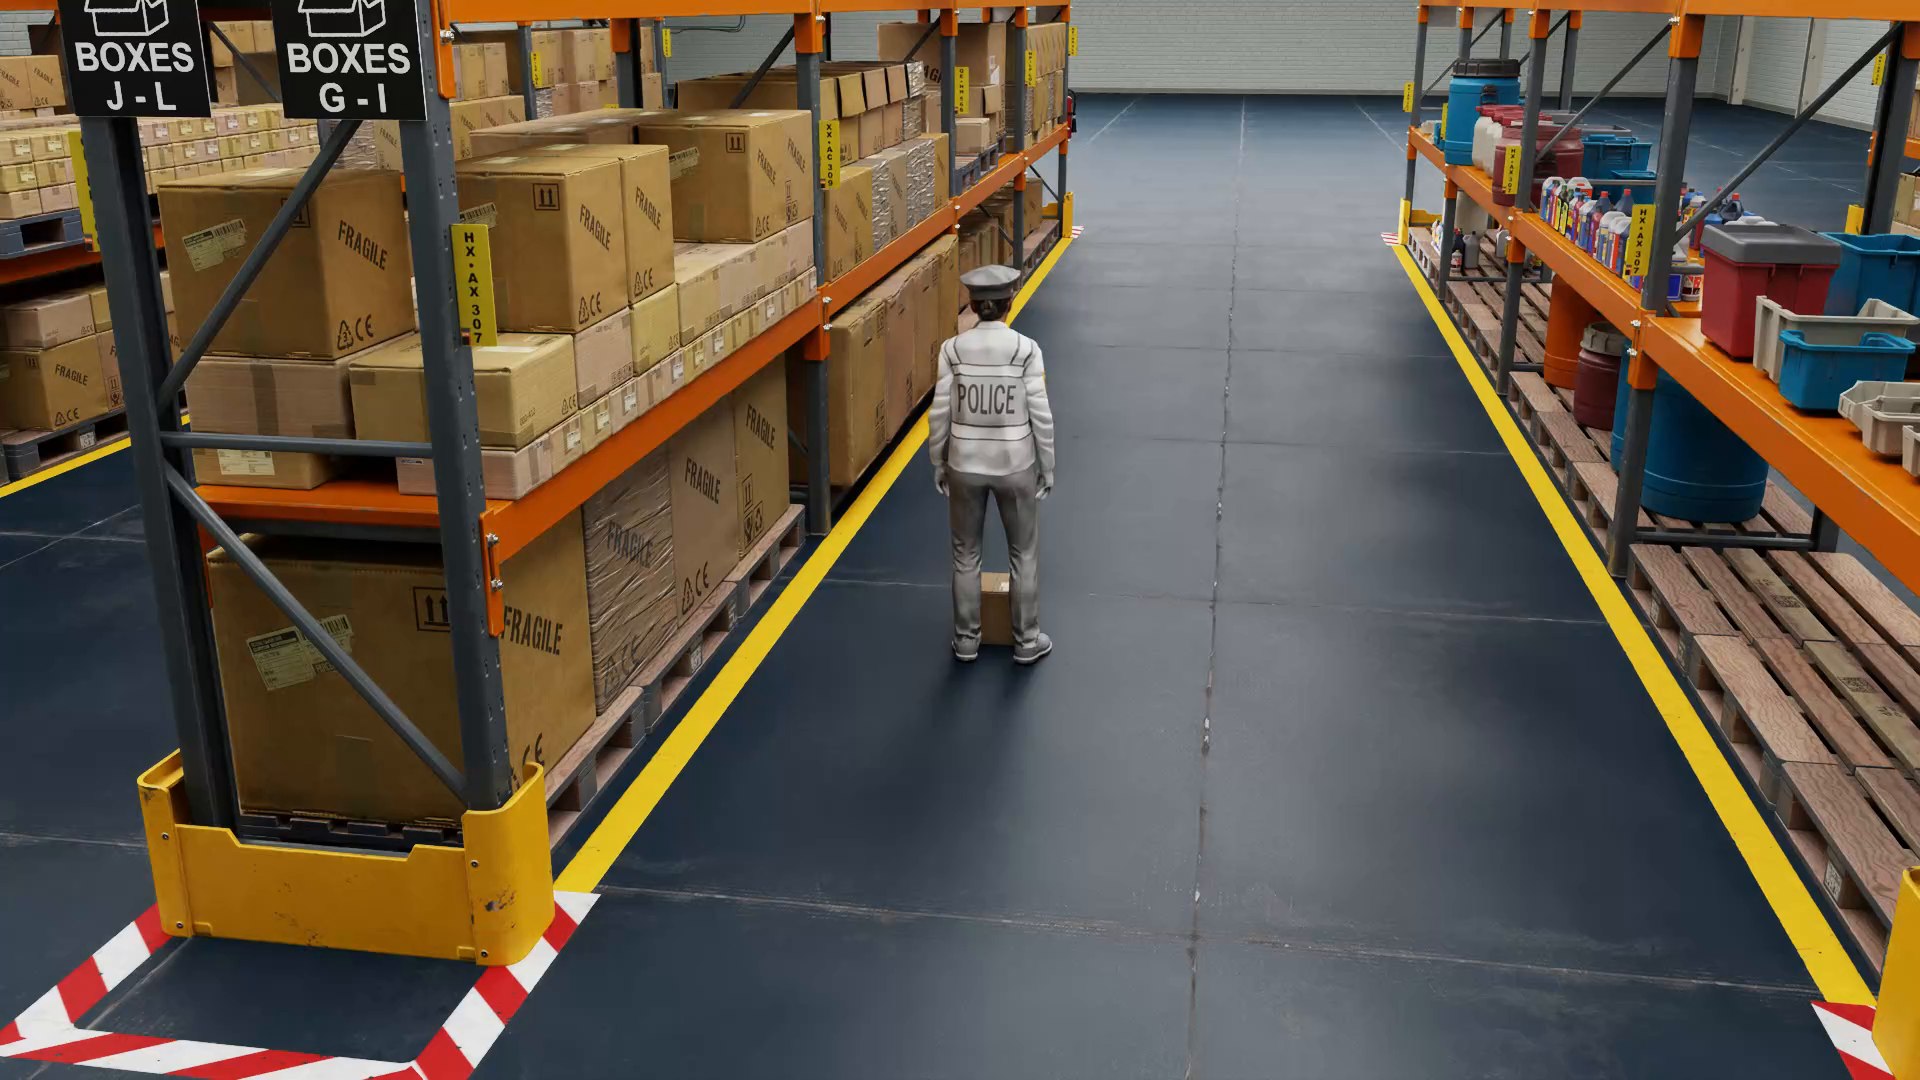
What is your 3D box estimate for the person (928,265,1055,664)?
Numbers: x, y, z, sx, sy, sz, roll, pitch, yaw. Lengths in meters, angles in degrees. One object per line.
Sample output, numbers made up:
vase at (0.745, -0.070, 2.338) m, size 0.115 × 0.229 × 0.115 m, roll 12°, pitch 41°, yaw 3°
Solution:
person at (0.135, -0.293, 6.949) m, size 0.524 × 1.664 × 0.371 m, roll 3°, pitch 18°, yaw 9°
